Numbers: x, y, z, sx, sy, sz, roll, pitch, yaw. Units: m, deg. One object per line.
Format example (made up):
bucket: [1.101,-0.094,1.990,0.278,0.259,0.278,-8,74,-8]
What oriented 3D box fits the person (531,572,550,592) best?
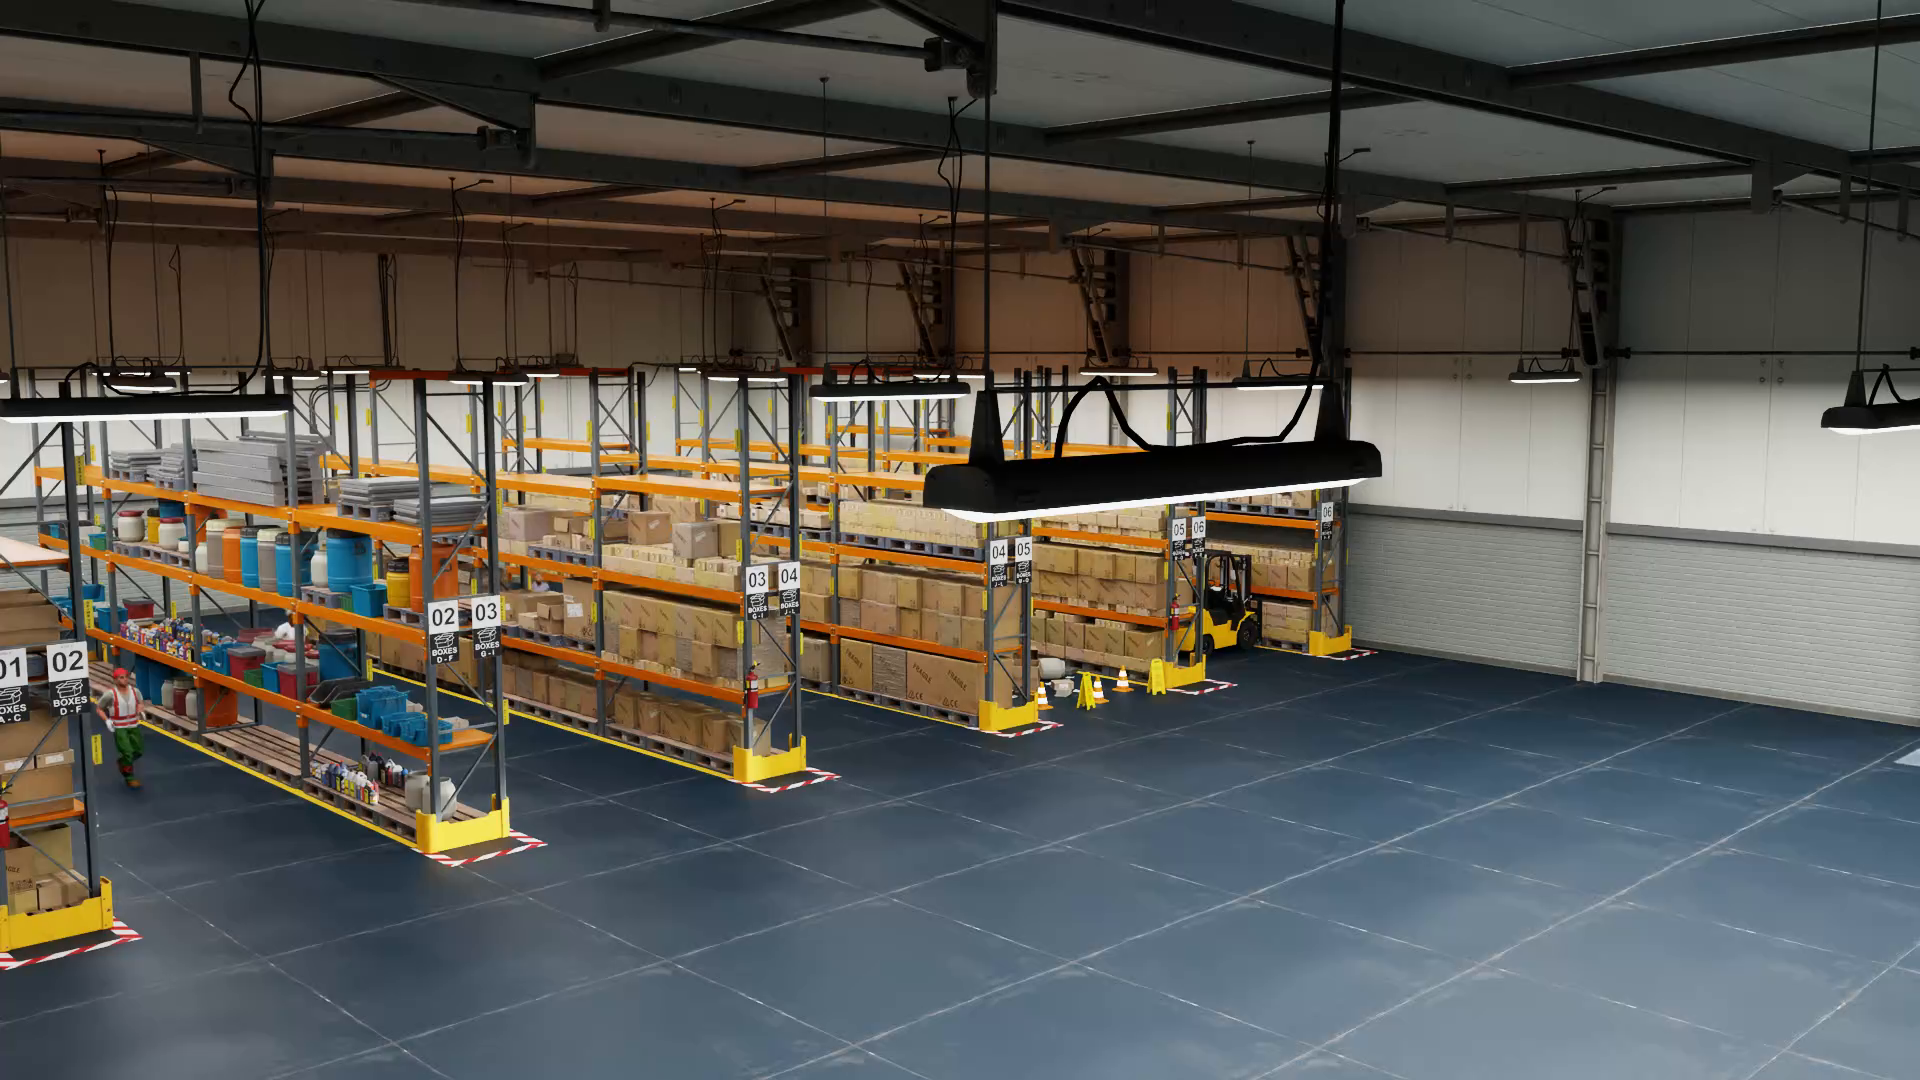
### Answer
person: [-9.129,1.502,35.981,0.626,1.594,0.590,-4,8,-34]

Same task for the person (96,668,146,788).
person: [-12.218,2.727,24.273,0.692,1.747,0.651,5,8,37]

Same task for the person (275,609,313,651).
person: [-12.101,2.070,30.190,0.589,1.722,0.686,5,8,35]
